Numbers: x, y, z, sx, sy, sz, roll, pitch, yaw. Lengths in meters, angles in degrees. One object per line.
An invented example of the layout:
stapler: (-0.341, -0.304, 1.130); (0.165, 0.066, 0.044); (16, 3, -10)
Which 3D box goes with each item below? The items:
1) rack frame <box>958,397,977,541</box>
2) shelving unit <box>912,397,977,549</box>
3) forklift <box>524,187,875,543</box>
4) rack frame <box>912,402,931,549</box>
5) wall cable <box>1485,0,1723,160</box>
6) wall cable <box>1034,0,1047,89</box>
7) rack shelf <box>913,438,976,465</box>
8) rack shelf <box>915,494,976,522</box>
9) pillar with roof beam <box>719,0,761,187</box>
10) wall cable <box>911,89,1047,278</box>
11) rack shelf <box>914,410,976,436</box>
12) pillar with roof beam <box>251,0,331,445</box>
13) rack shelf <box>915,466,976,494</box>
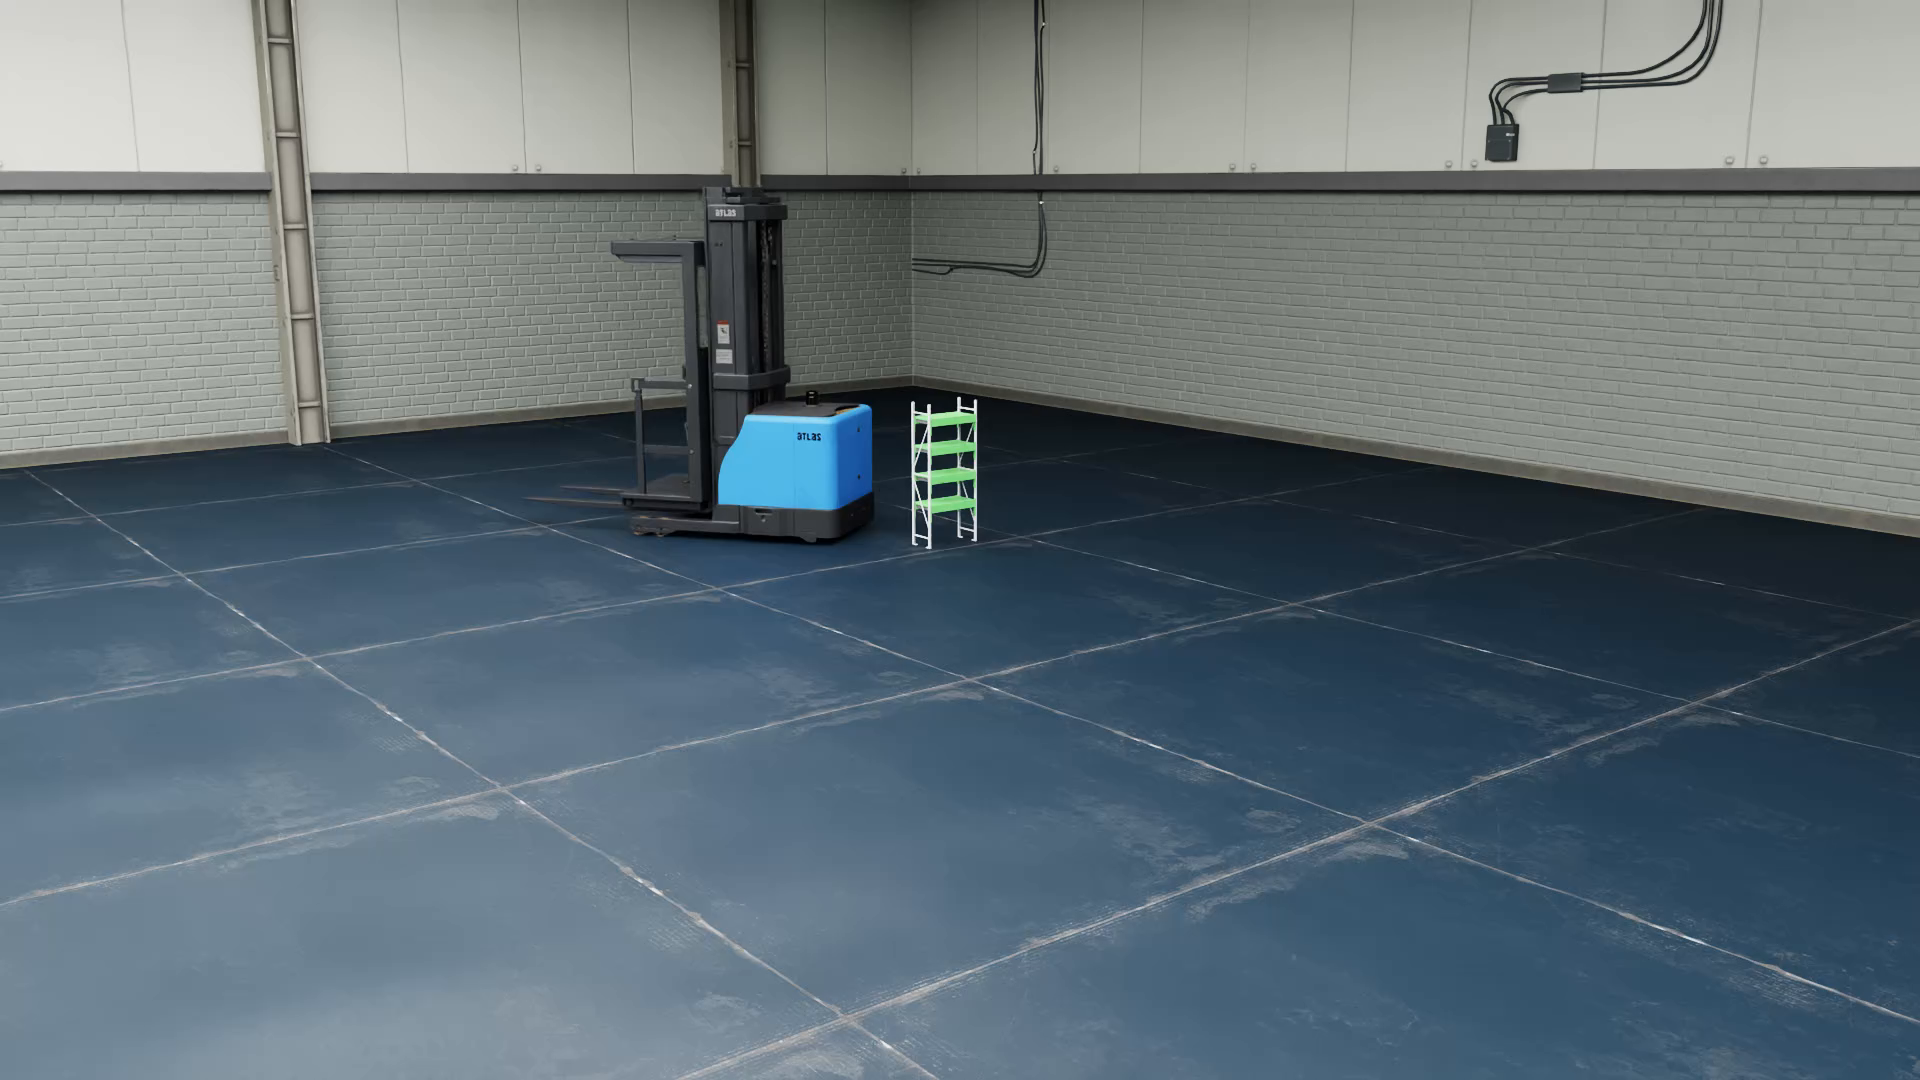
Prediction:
rack frame: (0.061, -0.597, 14.052); (0.015, 1.200, 0.240); (-9, 15, -38)
shelving unit: (-0.129, -0.565, 13.903); (0.503, 1.200, 0.258); (-9, 15, -38)
forklift: (-2.332, -1.563, 14.434); (3.031, 2.935, 1.130); (3, 12, 16)
rack frame: (-0.320, -0.534, 13.754); (0.015, 1.200, 0.240); (-9, 15, -38)
wall cable: (6.090, -6.618, 15.444); (0.169, 6.003, 2.305); (-9, 15, -38)
wall cable: (1.861, -7.009, 20.790); (0.112, 2.526, 3.097); (-9, 15, -38)
rack shelf: (-0.129, -0.738, 13.866); (0.480, 0.148, 0.258); (-9, 15, -38)
rack shelf: (-0.129, -0.268, 13.966); (0.480, 0.148, 0.258); (-9, 15, -38)
pillar with roof beam: (-0.266, -5.630, 18.980); (0.400, 9.000, 9.100); (-9, 15, -38)
wall cable: (0.171, -4.978, 23.381); (0.112, 2.526, 3.097); (-9, 15, -38)
rack shelf: (-0.129, -0.972, 13.817); (0.480, 0.148, 0.258); (-9, 15, -38)
pillar with roof beam: (-4.951, -4.852, 15.313); (0.400, 9.000, 9.100); (-9, 15, -38)
rack shelf: (-0.129, -0.503, 13.916); (0.480, 0.148, 0.258); (-9, 15, -38)
